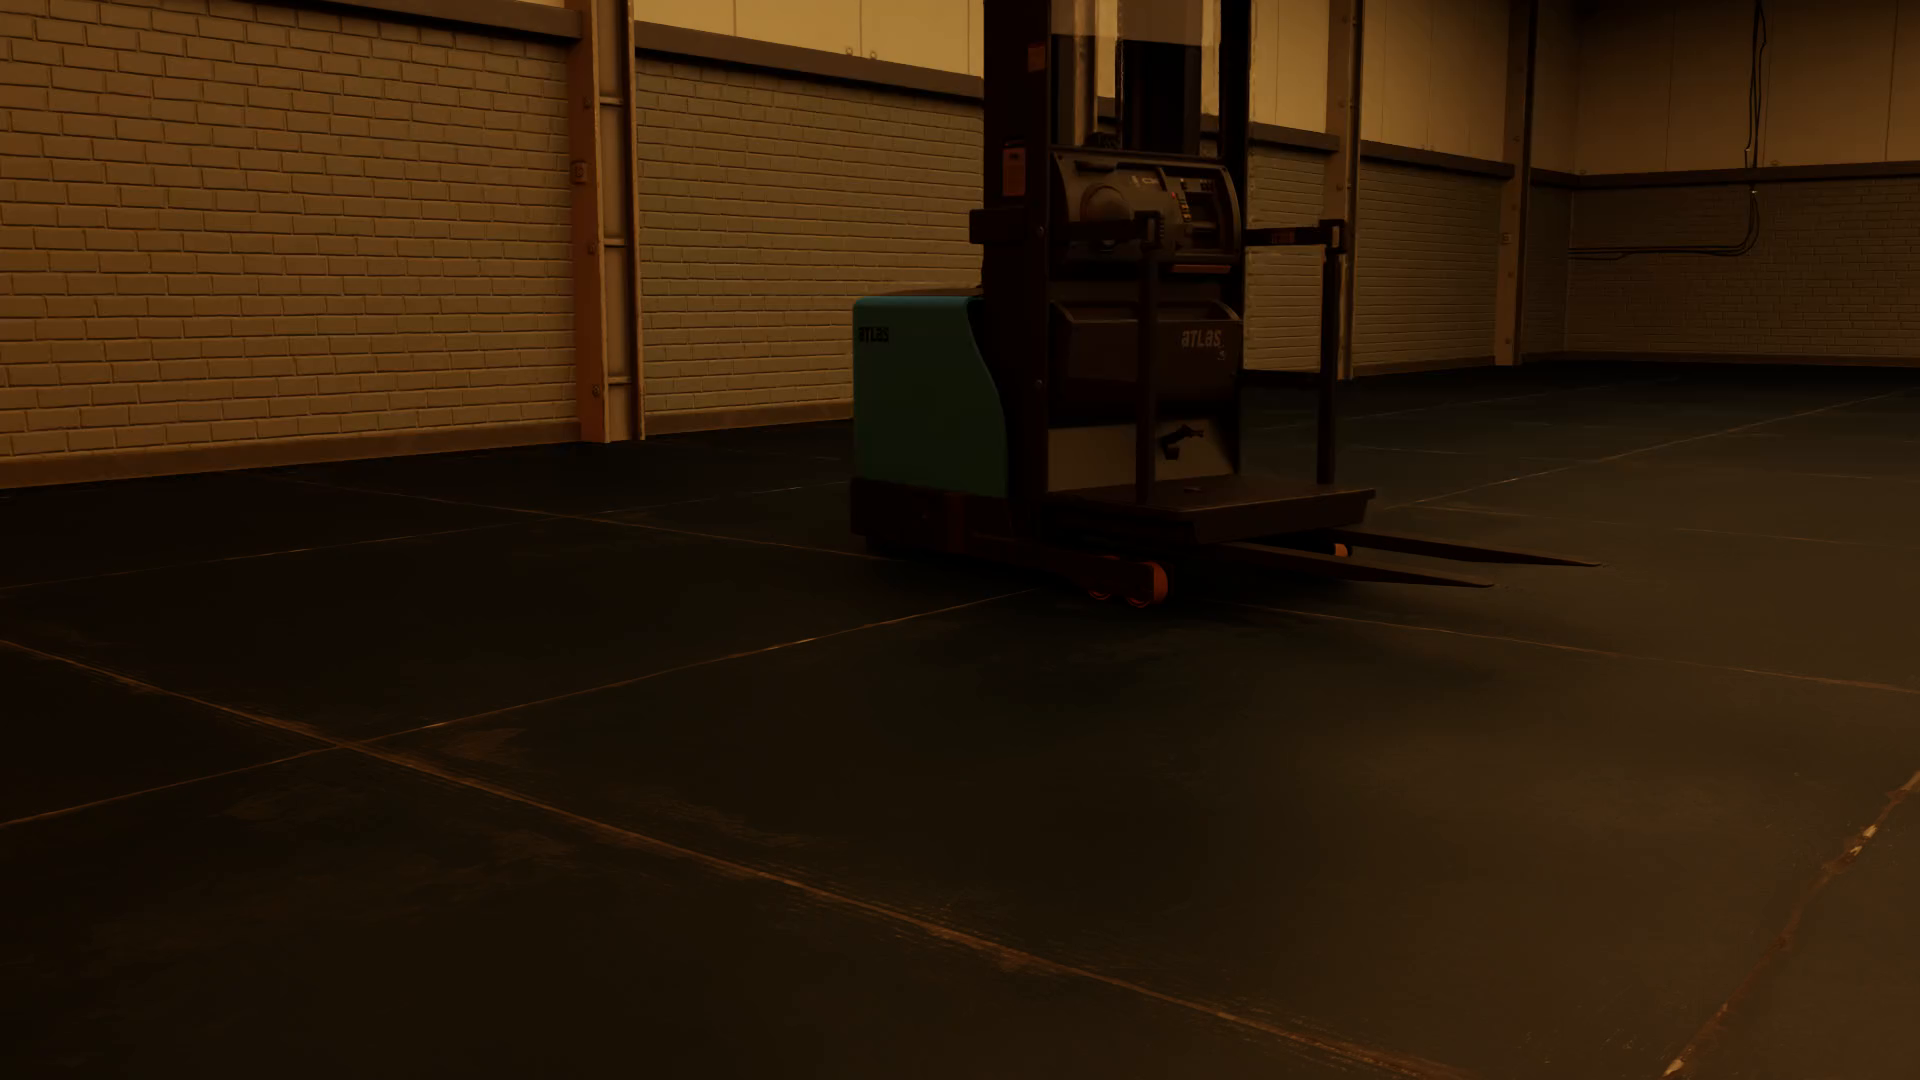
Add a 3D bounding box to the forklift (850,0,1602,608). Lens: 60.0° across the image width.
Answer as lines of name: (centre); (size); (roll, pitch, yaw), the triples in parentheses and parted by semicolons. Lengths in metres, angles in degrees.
forklift: (0.854, -1.294, 6.127); (1.130, 2.935, 3.031); (-7, 11, -39)
